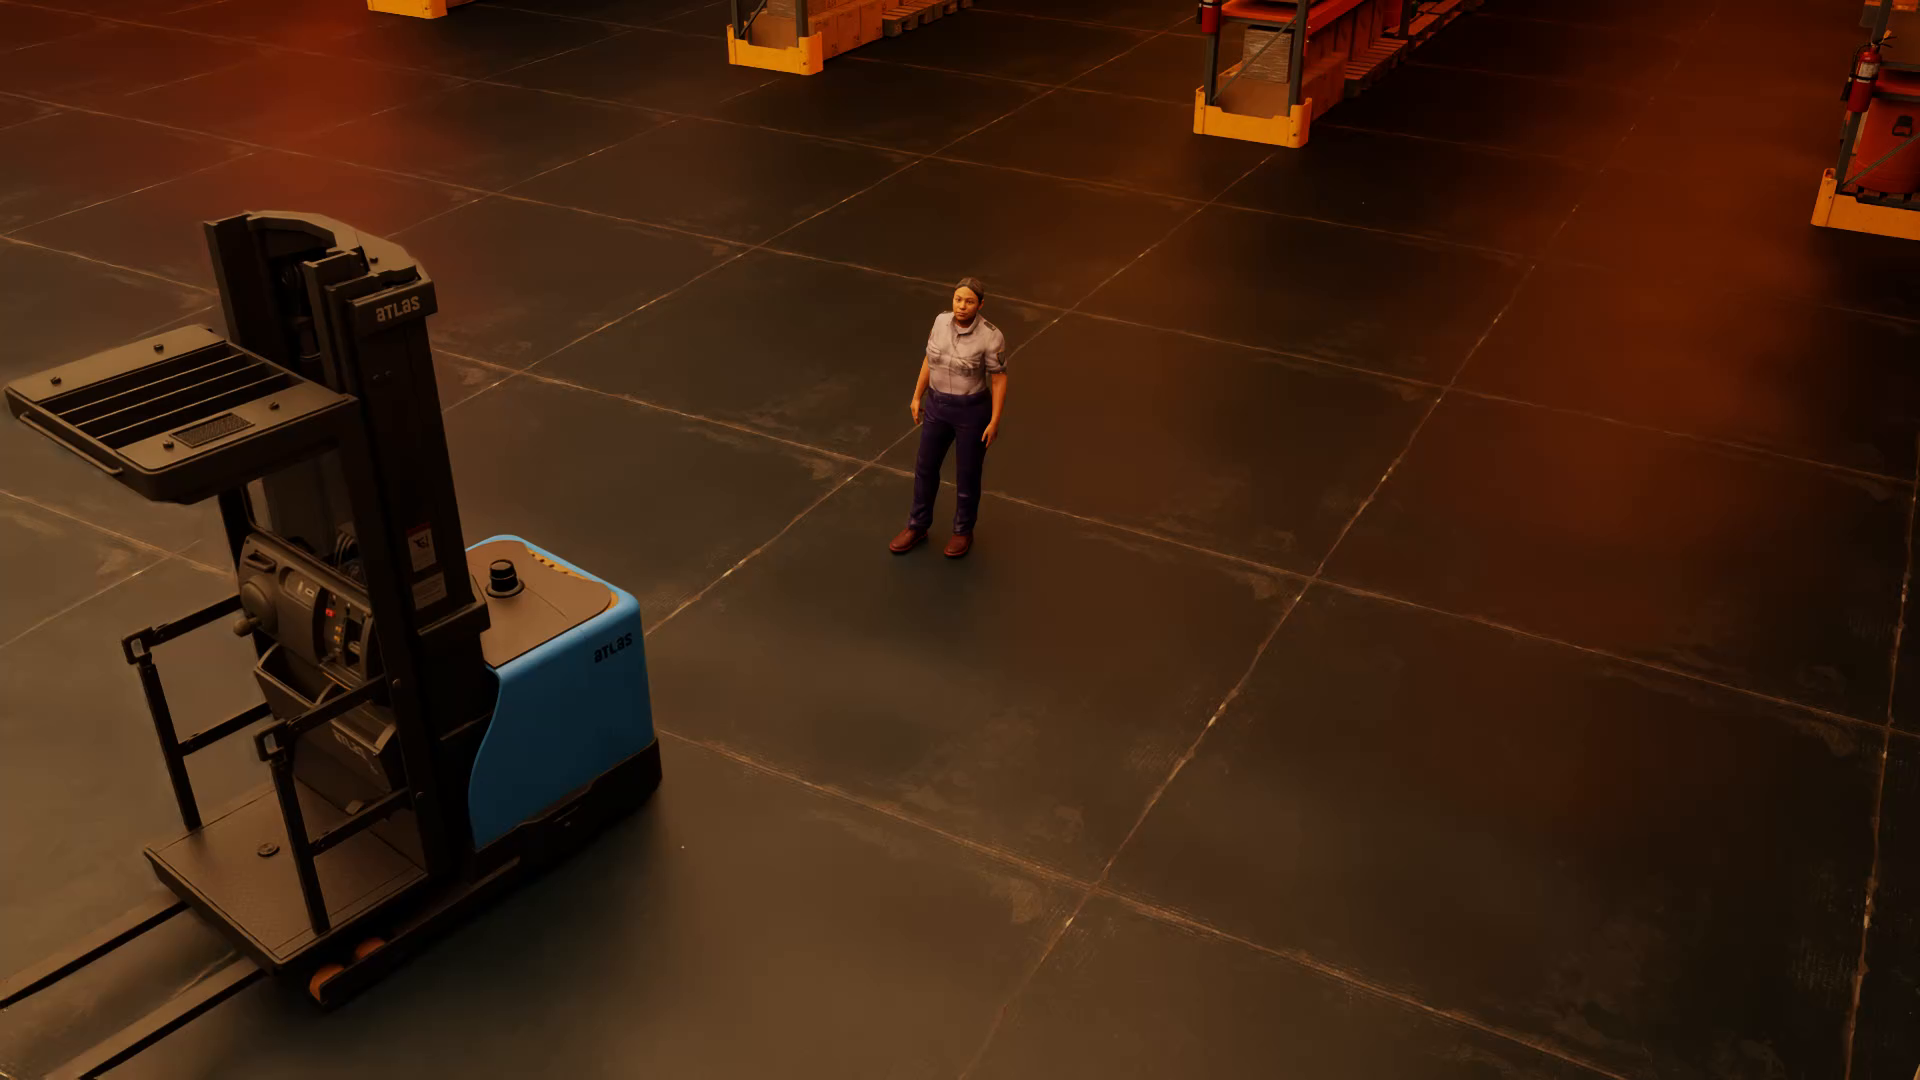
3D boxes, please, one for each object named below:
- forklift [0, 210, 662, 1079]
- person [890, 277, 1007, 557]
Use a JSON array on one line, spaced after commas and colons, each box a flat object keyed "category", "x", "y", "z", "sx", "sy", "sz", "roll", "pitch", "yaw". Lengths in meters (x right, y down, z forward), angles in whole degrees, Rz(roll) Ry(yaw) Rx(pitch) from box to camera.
[{"category": "forklift", "x": -2.744, "y": 0.331, "z": 6.497, "sx": 1.130, "sy": 2.935, "sz": 3.031, "roll": 23, "pitch": 37, "yaw": 34}, {"category": "person", "x": -0.063, "y": -0.687, "z": 9.529, "sx": 0.598, "sy": 1.651, "sz": 0.503, "roll": 15, "pitch": 33, "yaw": 25}]
